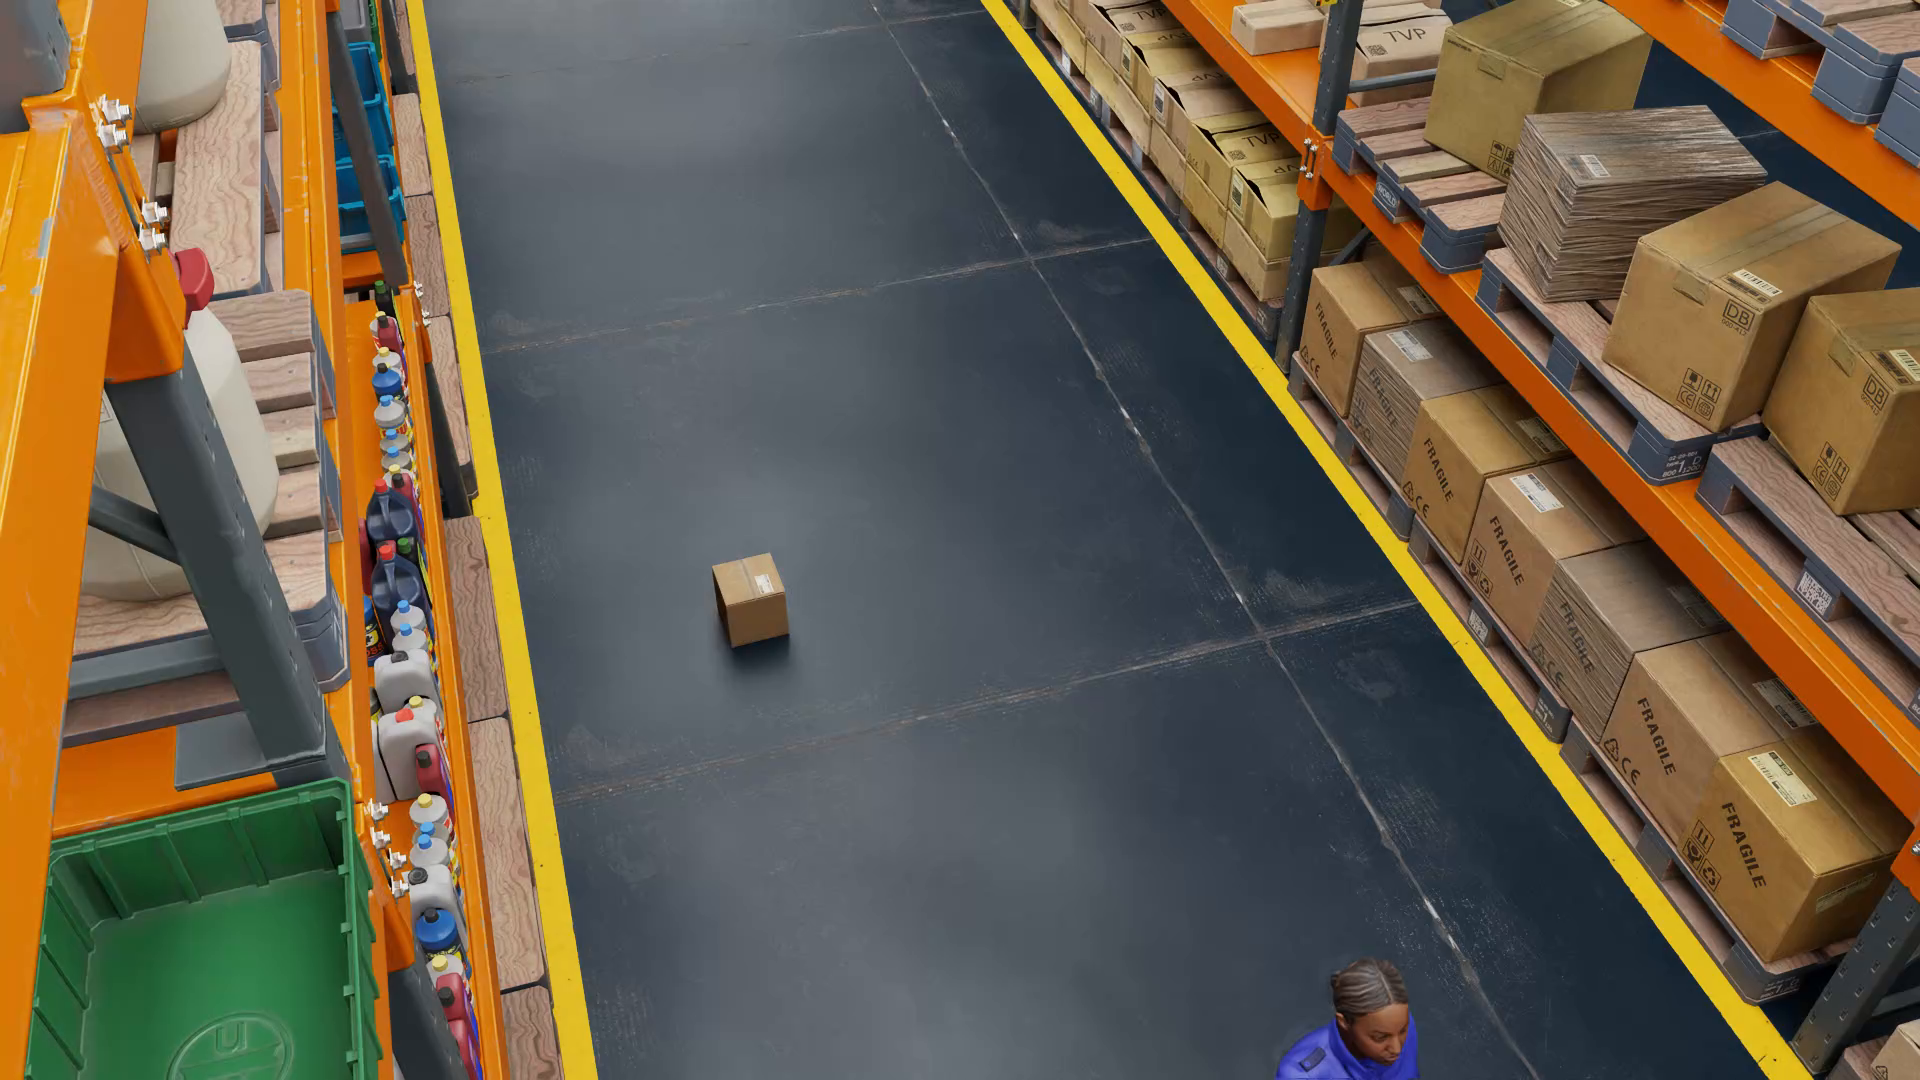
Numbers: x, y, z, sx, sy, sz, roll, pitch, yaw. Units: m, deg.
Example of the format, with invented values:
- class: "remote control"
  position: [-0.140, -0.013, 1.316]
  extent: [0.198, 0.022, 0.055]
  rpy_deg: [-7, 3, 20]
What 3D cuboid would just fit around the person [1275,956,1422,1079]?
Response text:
- class: "person"
  position: [0.967, 1.639, 4.371]
  extent: [0.465, 1.604, 0.978]
  rpy_deg: [-20, 46, -20]
